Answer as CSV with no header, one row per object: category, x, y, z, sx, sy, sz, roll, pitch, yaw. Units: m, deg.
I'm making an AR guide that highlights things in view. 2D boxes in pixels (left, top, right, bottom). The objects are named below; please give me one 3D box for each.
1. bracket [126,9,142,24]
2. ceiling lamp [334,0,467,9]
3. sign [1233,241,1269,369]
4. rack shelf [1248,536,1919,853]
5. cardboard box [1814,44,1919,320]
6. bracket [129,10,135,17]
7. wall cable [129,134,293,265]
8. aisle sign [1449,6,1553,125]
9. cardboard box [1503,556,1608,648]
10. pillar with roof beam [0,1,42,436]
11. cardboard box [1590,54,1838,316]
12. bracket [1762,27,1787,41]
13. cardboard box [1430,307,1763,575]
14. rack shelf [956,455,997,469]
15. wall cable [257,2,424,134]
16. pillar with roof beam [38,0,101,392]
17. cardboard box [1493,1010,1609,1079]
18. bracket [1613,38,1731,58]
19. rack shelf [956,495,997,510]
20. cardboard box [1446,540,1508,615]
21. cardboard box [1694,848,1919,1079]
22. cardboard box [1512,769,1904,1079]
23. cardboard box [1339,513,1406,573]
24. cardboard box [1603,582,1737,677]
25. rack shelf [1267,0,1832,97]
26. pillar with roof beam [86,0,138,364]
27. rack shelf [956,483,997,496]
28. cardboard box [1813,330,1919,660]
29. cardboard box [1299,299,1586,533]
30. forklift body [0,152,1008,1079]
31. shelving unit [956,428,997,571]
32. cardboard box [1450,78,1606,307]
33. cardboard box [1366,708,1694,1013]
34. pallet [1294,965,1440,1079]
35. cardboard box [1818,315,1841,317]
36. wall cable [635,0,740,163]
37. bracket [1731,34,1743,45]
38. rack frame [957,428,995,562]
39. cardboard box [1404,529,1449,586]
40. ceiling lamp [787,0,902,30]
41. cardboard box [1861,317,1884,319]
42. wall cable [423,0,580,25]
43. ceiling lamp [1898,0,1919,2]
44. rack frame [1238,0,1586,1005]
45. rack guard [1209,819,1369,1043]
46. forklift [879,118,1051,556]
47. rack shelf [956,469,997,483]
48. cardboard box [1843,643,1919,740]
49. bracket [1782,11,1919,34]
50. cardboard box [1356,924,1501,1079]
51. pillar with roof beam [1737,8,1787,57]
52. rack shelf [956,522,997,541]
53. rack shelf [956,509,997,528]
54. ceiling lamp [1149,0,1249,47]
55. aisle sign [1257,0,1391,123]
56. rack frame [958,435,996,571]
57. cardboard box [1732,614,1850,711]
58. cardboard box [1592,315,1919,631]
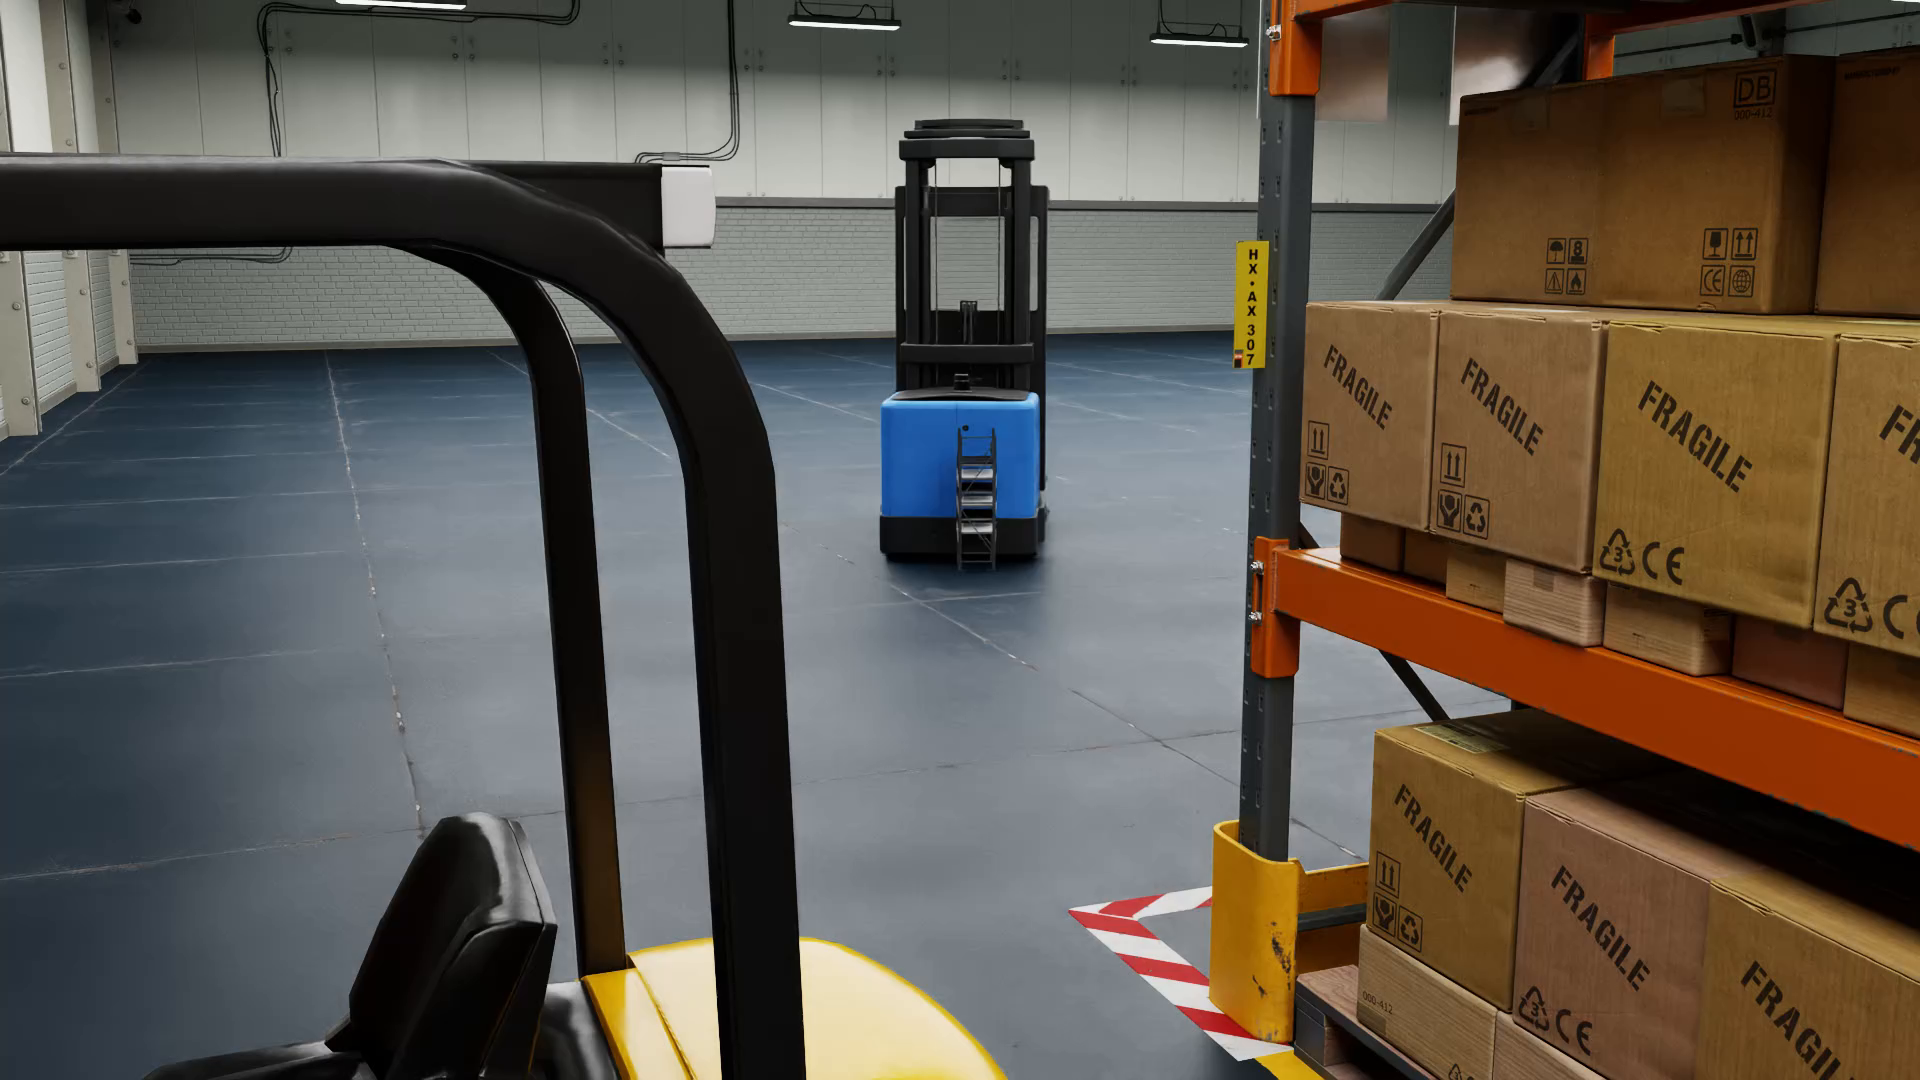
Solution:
bracket,-15.502,-9.829,31.202,0.235,0.232,0.430,-4,11,-21
ceiling lamp,-8.997,-10.124,26.472,2.000,3.185,0.800,-4,11,-21
sign,0.755,-0.607,4.297,0.100,0.325,0.005,-4,11,-21
rack shelf,1.985,0.465,2.794,1.077,0.370,4.000,-4,11,-21
cardboard box,2.106,-0.674,3.154,0.700,0.500,0.500,-4,11,-22
bracket,-15.288,-9.732,30.660,0.076,0.066,3.189,-4,11,-21
wall cable,-14.659,-6.615,32.282,3.097,2.526,0.112,-4,11,-21
aisle sign,1.508,-1.524,4.499,0.394,0.787,0.004,-4,11,-21
cardboard box,1.365,0.110,3.454,0.380,0.149,0.250,-4,11,-20
pillar with roof beam,-6.463,-5.894,19.359,9.100,9.000,0.400,-4,11,-21
cardboard box,1.825,-0.751,3.586,0.700,0.500,0.500,-4,11,-20
bracket,16.529,-10.281,33.745,0.235,0.232,0.430,-4,11,-21
cardboard box,1.364,-0.232,3.523,0.500,0.500,0.500,-4,11,-19
rack shelf,0.106,-0.489,10.708,0.258,0.077,0.200,0,15,-2
wall cable,-12.137,-9.274,32.805,3.097,2.526,0.112,-4,11,-21
pillar with roof beam,-8.637,-6.873,24.865,9.100,9.000,0.400,-4,11,-21
cardboard box,1.473,1.165,3.460,0.500,0.250,0.500,-3,11,-19
bracket,15.289,-10.840,36.886,0.076,0.066,4.783,-4,11,-21
rack shelf,0.105,-0.229,10.780,0.258,0.077,0.200,0,15,-2
cardboard box,1.316,0.066,3.703,0.380,0.149,0.250,-4,11,-23
cardboard box,1.672,0.883,2.902,0.500,0.500,0.500,-4,11,-20
cardboard box,1.498,0.801,3.366,0.500,0.500,0.500,-4,11,-23
cardboard box,1.191,-0.023,4.202,0.380,0.149,0.250,-4,11,-21
cardboard box,1.490,0.150,3.229,0.380,0.149,0.250,-4,11,-19
rack shelf,1.985,-1.012,2.531,1.077,0.370,4.000,-4,11,-21
pillar with roof beam,-10.811,-7.853,30.371,9.100,9.000,0.548,-4,11,-21
rack shelf,0.106,-0.316,10.756,0.258,0.077,0.200,0,15,-2
cardboard box,1.742,-0.066,2.593,0.500,0.500,0.500,-4,11,-22
cardboard box,1.174,-0.316,3.998,0.500,0.500,0.500,-4,11,-22
forklift body,-0.977,0.712,1.777,2.313,2.155,1.214,-4,11,-21
shelving unit,0.105,-0.261,10.771,0.258,0.900,0.210,0,15,-2
cardboard box,1.649,-0.834,4.053,0.700,0.500,0.500,-4,11,-22
cardboard box,1.304,0.715,3.844,0.500,0.500,0.500,-4,11,-23
pallet,1.549,1.305,3.982,1.003,0.211,1.213,-4,11,-21
cardboard box,1.891,-0.258,3.670,0.500,0.500,0.500,-4,11,-21
wall cable,-5.805,-10.418,35.084,2.305,6.003,0.169,-4,11,-21
bracket,16.229,-10.416,34.506,0.235,0.232,0.430,-4,11,-21
rack frame,0.102,-0.288,10.869,0.240,0.900,0.006,0,15,-2
cardboard box,1.296,0.017,3.976,0.380,0.149,0.250,-4,11,-20
ceiling lamp,-2.109,-10.593,29.109,2.000,3.185,0.800,-4,11,-21
cardboard box,2.069,-0.176,3.210,0.500,0.500,0.500,-4,11,-21
wall cable,-9.253,-11.709,33.510,3.097,2.526,0.112,-4,11,-21
ceiling lamp,14.614,-10.040,25.883,2.000,3.144,0.800,-4,11,-21
rack frame,1.261,-0.215,4.566,1.000,3.000,0.127,-4,11,-21
rack guard,1.288,1.028,4.715,1.175,0.500,0.348,-4,11,-21
forklift,0.102,-1.547,12.249,1.130,2.935,3.031,1,10,5
rack shelf,0.106,-0.402,10.732,0.258,0.077,0.200,0,15,-2
cardboard box,1.710,0.234,2.755,0.380,0.149,0.250,-4,11,-22
bracket,17.463,-9.860,31.380,0.076,0.066,4.783,-4,11,-21
cardboard box,1.295,1.081,3.931,0.500,0.250,0.500,-4,11,-21
pillar with roof beam,12.697,-8.326,33.031,9.100,9.000,0.548,-4,11,-21
rack shelf,0.105,-0.055,10.828,0.258,0.077,0.200,0,15,-2
rack shelf,0.105,-0.142,10.804,0.258,0.077,0.200,0,15,-2
ceiling lamp,4.471,-11.041,31.628,2.000,3.185,0.800,-4,11,-21
aisle sign,0.949,-1.486,4.285,0.394,0.787,0.004,-4,11,-21
rack frame,0.109,-0.234,10.673,0.240,0.900,0.006,0,15,-2
cardboard box,1.642,0.189,3.008,0.380,0.149,0.250,-4,11,-19
cardboard box,1.550,-0.149,3.056,0.500,0.500,0.500,-4,11,-22
